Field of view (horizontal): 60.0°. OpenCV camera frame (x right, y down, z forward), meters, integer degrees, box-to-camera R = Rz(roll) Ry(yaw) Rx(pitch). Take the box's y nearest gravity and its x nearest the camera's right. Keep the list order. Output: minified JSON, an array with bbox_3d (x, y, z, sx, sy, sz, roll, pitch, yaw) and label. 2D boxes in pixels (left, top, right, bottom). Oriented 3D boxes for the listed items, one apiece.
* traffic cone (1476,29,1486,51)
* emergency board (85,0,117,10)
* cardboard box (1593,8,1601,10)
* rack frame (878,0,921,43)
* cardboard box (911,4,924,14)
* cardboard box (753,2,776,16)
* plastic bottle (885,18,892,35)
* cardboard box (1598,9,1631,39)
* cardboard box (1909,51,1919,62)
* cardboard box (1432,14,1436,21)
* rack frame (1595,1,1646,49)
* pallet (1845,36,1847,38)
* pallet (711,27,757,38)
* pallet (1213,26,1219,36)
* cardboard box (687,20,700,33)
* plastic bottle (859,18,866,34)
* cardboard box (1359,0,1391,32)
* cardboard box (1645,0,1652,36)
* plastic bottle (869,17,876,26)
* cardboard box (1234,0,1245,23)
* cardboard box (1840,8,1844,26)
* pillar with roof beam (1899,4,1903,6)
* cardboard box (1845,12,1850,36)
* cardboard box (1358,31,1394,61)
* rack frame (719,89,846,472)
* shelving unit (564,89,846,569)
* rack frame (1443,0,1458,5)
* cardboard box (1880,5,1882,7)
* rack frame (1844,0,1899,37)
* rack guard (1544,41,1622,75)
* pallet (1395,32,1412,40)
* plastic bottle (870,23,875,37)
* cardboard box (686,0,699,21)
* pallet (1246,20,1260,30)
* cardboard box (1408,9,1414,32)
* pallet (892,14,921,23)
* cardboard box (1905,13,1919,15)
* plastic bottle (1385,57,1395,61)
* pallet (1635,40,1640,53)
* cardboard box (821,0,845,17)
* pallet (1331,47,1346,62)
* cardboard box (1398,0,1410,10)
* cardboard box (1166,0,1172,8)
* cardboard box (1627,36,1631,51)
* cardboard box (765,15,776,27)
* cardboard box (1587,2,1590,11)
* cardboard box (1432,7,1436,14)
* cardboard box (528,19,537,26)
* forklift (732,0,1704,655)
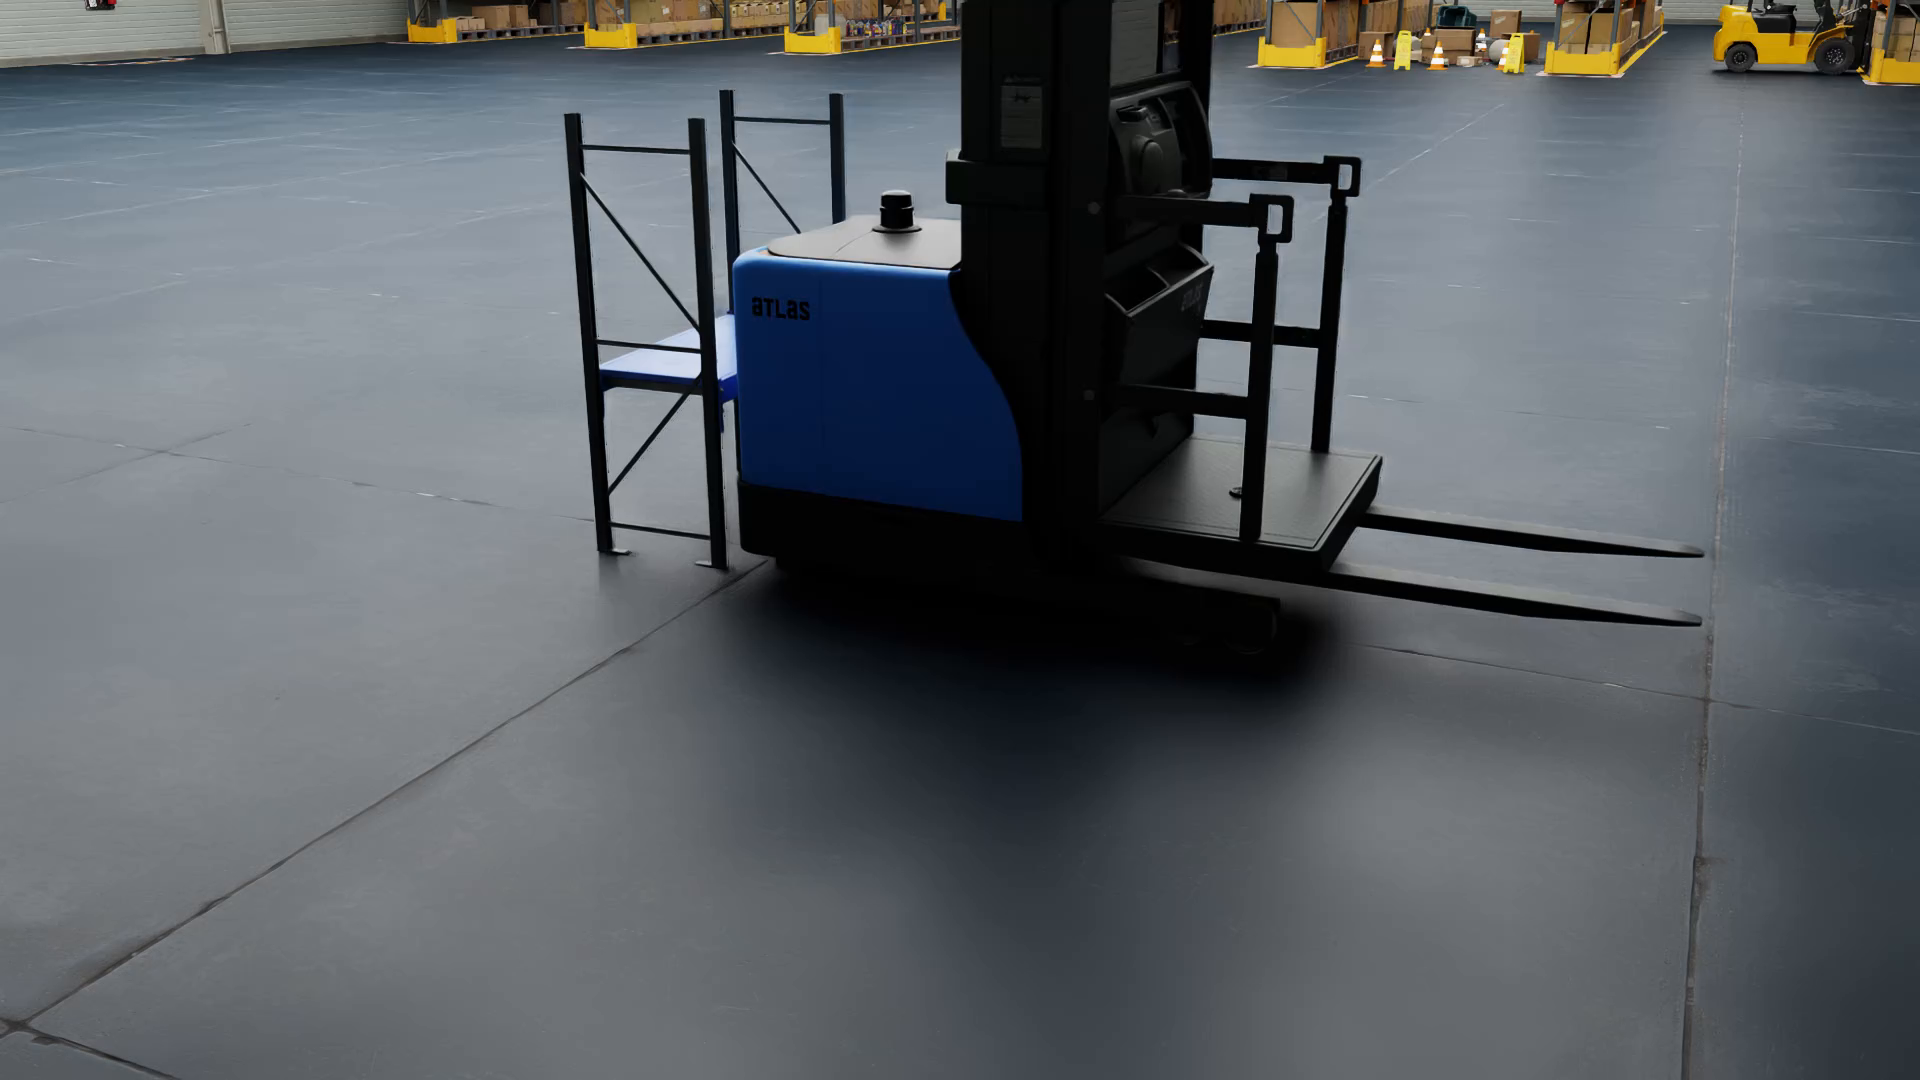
[{"bbox_3d":[10.630,-10.175,33.889,0.336,0.463,0.334,9,21,23],"label":"traffic cone"},{"bbox_3d":[-16.049,-10.497,31.010,0.194,1.169,0.643,9,21,23],"label":"emergency board"},{"bbox_3d":[11.496,-9.520,30.619,0.500,0.500,0.500,9,22,25],"label":"cardboard box"},{"bbox_3d":[-1.367,-12.613,36.957,1.000,3.000,0.127,9,21,23],"label":"rack frame"},{"bbox_3d":[-1.385,-15.387,48.206,0.500,0.250,0.500,9,21,23],"label":"cardboard box"},{"bbox_3d":[-4.859,-13.022,40.749,0.500,0.311,0.500,9,22,24],"label":"cardboard box"},{"bbox_3d":[-1.578,-11.178,36.220,0.144,0.351,0.185,8,21,22],"label":"plastic bottle"},{"bbox_3d":[11.781,-9.299,29.998,0.500,0.500,0.500,10,22,26],"label":"cardboard box"},{"bbox_3d":[15.464,-7.696,26.609,0.500,0.250,0.500,9,21,23],"label":"cardboard box"},{"bbox_3d":[11.352,-12.729,40.468,0.380,0.149,0.250,10,22,25],"label":"cardboard box"},{"bbox_3d":[13.831,-11.796,34.661,1.000,3.000,0.127,9,21,23],"label":"rack frame"},{"bbox_3d":[19.700,-10.771,35.941,1.003,0.211,1.213,9,21,23],"label":"pallet"},{"bbox_3d":[-5.618,-12.210,39.987,1.003,0.211,1.213,9,21,23],"label":"pallet"},{"bbox_3d":[5.682,-12.444,40.645,1.003,0.211,1.213,9,21,23],"label":"pallet"},{"bbox_3d":[-6.280,-11.718,37.917,0.500,0.250,0.500,9,21,23],"label":"cardboard box"},{"bbox_3d":[-2.153,-11.324,36.631,0.144,0.351,0.185,8,21,20],"label":"plastic bottle"},{"bbox_3d":[8.587,-11.141,35.549,1.050,0.750,0.750,9,21,24],"label":"cardboard box"},{"bbox_3d":[14.559,-11.465,36.273,0.875,0.875,0.875,9,21,23],"label":"cardboard box"},{"bbox_3d":[-1.944,-11.362,36.738,0.144,0.351,0.185,9,21,23],"label":"plastic bottle"},{"bbox_3d":[6.771,-13.766,42.745,0.875,0.875,0.875,9,21,23],"label":"cardboard box"},{"bbox_3d":[20.607,-12.004,38.349,0.500,0.500,0.500,9,21,24],"label":"cardboard box"},{"bbox_3d":[19.636,-17.679,42.251,9.100,9.000,0.400,9,21,23],"label":"pillar with roof beam"},{"bbox_3d":[19.595,-11.242,36.207,0.500,0.500,0.500,10,22,25],"label":"cardboard box"},{"bbox_3d":[7.936,-9.430,31.734,0.500,0.500,0.500,13,23,32],"label":"cardboard box"},{"bbox_3d":[-0.667,-0.959,6.426,0.500,1.500,0.032,7,21,20],"label":"rack frame"},{"bbox_3d":[-0.852,-0.800,5.980,0.538,1.500,1.048,7,21,20],"label":"shelving unit"},{"bbox_3d":[12.549,-14.890,43.360,1.000,3.000,0.127,9,21,23],"label":"rack frame"},{"bbox_3d":[20.008,-11.431,35.771,0.380,0.149,0.250,9,21,23],"label":"cardboard box"},{"bbox_3d":[19.999,-12.339,36.187,1.000,3.000,0.127,9,21,23],"label":"rack frame"},{"bbox_3d":[10.586,-8.196,28.268,1.175,0.500,0.348,9,21,23],"label":"rack guard"},{"bbox_3d":[9.595,-11.369,37.622,1.003,0.211,1.213,9,21,23],"label":"pallet"},{"bbox_3d":[-1.869,-10.895,35.526,0.061,0.283,0.133,9,21,24],"label":"plastic bottle"},{"bbox_3d":[-6.291,-12.073,37.797,0.500,0.500,0.500,9,21,23],"label":"cardboard box"},{"bbox_3d":[7.309,-13.661,44.066,1.003,0.211,1.213,9,21,23],"label":"pallet"},{"bbox_3d":[9.999,-11.800,37.775,0.500,0.500,0.500,9,21,23],"label":"cardboard box"},{"bbox_3d":[-1.828,-15.009,47.858,1.003,0.211,1.213,9,21,23],"label":"pallet"},{"bbox_3d":[16.285,-8.780,28.165,0.500,0.250,0.500,9,21,23],"label":"cardboard box"},{"bbox_3d":[8.197,-9.091,31.441,0.283,0.061,0.133,1,20,4],"label":"plastic bottle"},{"bbox_3d":[13.509,-10.243,34.457,1.003,0.211,1.213,9,21,23],"label":"pallet"},{"bbox_3d":[-3.380,-13.959,43.817,0.500,0.500,0.500,8,21,22],"label":"cardboard box"},{"bbox_3d":[6.755,-9.312,31.837,1.003,0.211,1.213,9,21,23],"label":"pallet"},{"bbox_3d":[9.777,-11.995,37.206,0.500,0.250,0.500,8,21,20],"label":"cardboard box"},{"bbox_3d":[4.543,-12.330,38.116,0.500,0.250,0.500,10,22,25],"label":"cardboard box"},{"bbox_3d":[12.196,-9.258,31.001,0.500,0.250,0.500,10,22,25],"label":"cardboard box"},{"bbox_3d":[-4.864,-12.755,40.835,0.500,0.250,0.500,9,21,24],"label":"cardboard box"},{"bbox_3d":[10.949,-9.470,29.512,0.380,0.149,0.250,10,22,25],"label":"cardboard box"},{"bbox_3d":[11.408,-12.955,40.660,0.380,0.149,0.250,10,22,25],"label":"cardboard box"},{"bbox_3d":[-10.597,-12.677,40.709,0.380,0.166,0.250,6,20,16],"label":"cardboard box"},{"bbox_3d":[0.811,-1.239,5.077,3.031,2.935,1.130,8,21,22],"label":"forklift"}]
